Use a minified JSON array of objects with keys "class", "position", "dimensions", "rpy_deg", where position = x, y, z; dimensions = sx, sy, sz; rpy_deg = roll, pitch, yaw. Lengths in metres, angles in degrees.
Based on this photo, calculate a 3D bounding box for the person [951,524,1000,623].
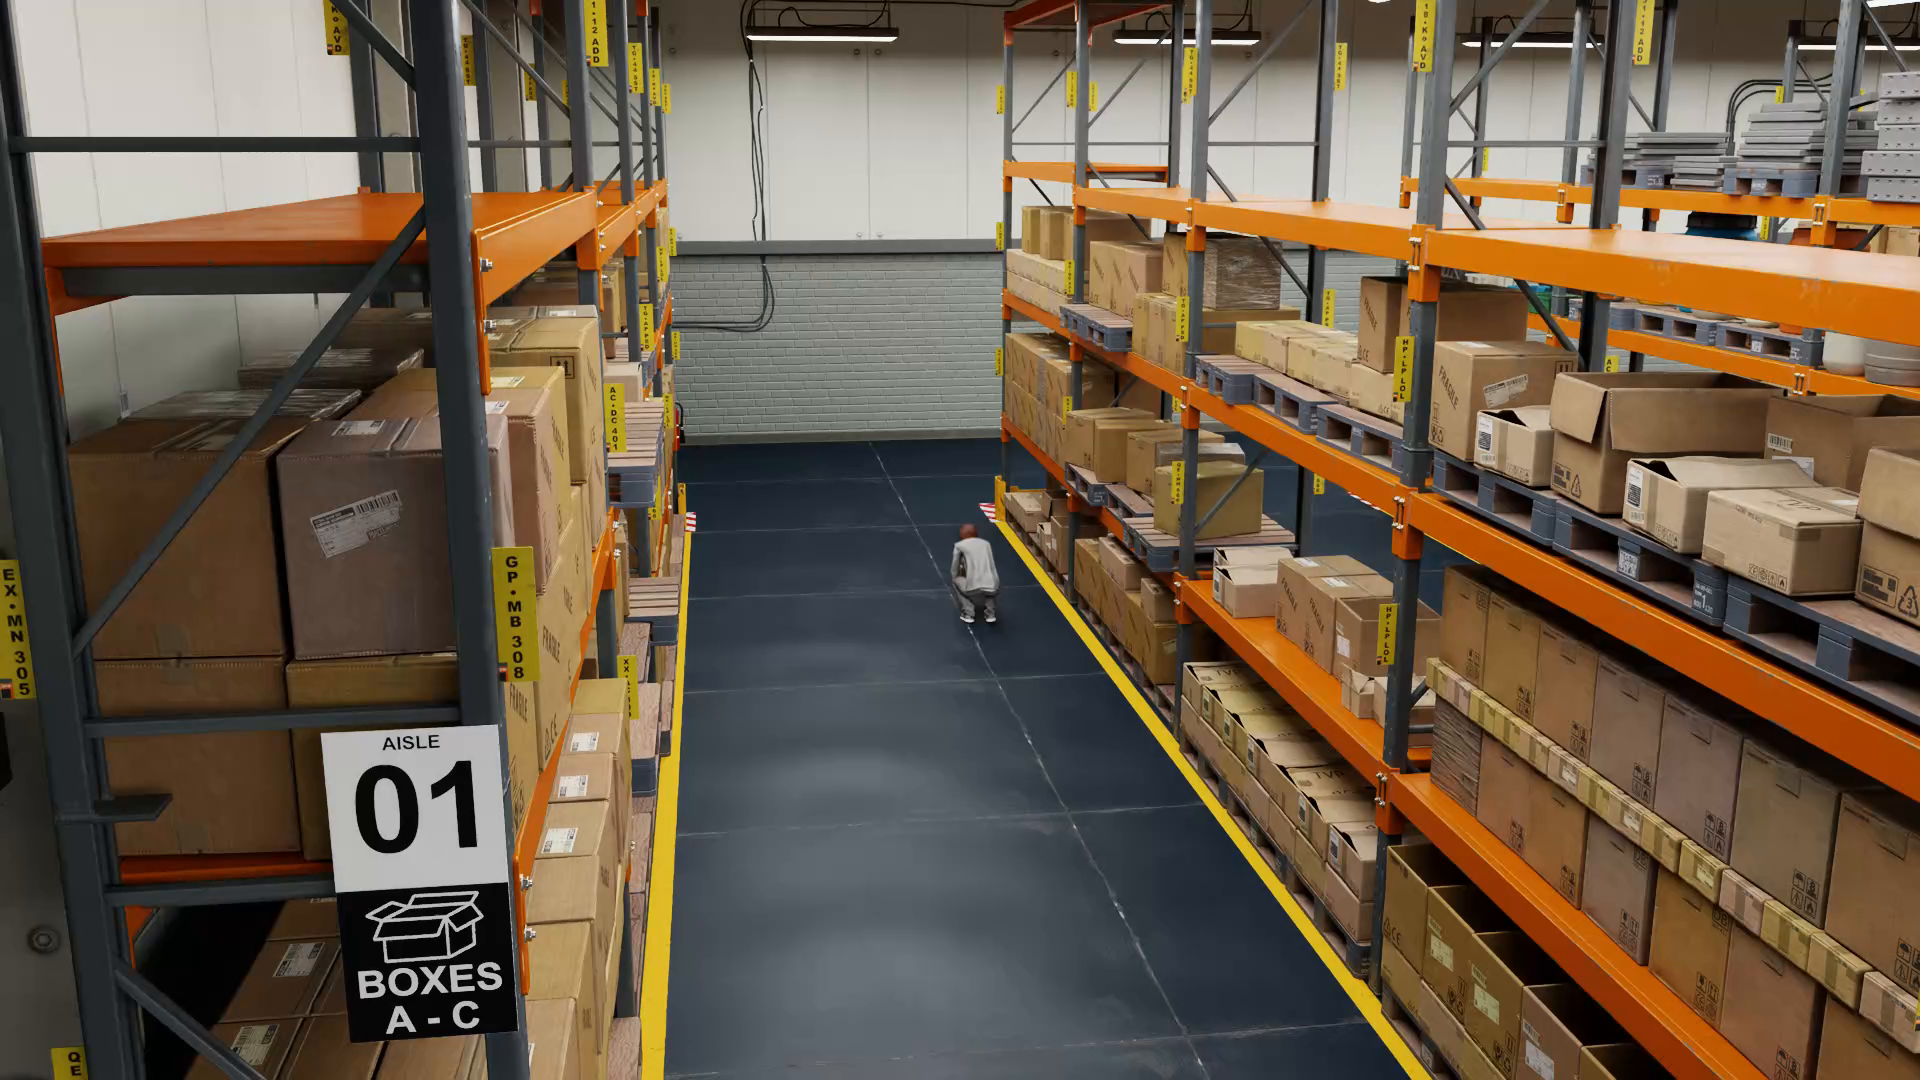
[{"class":"person","position":[0.157,0.322,16.201],"dimensions":[0.443,0.889,0.818],"rpy_deg":[-2,14,-8]}]
